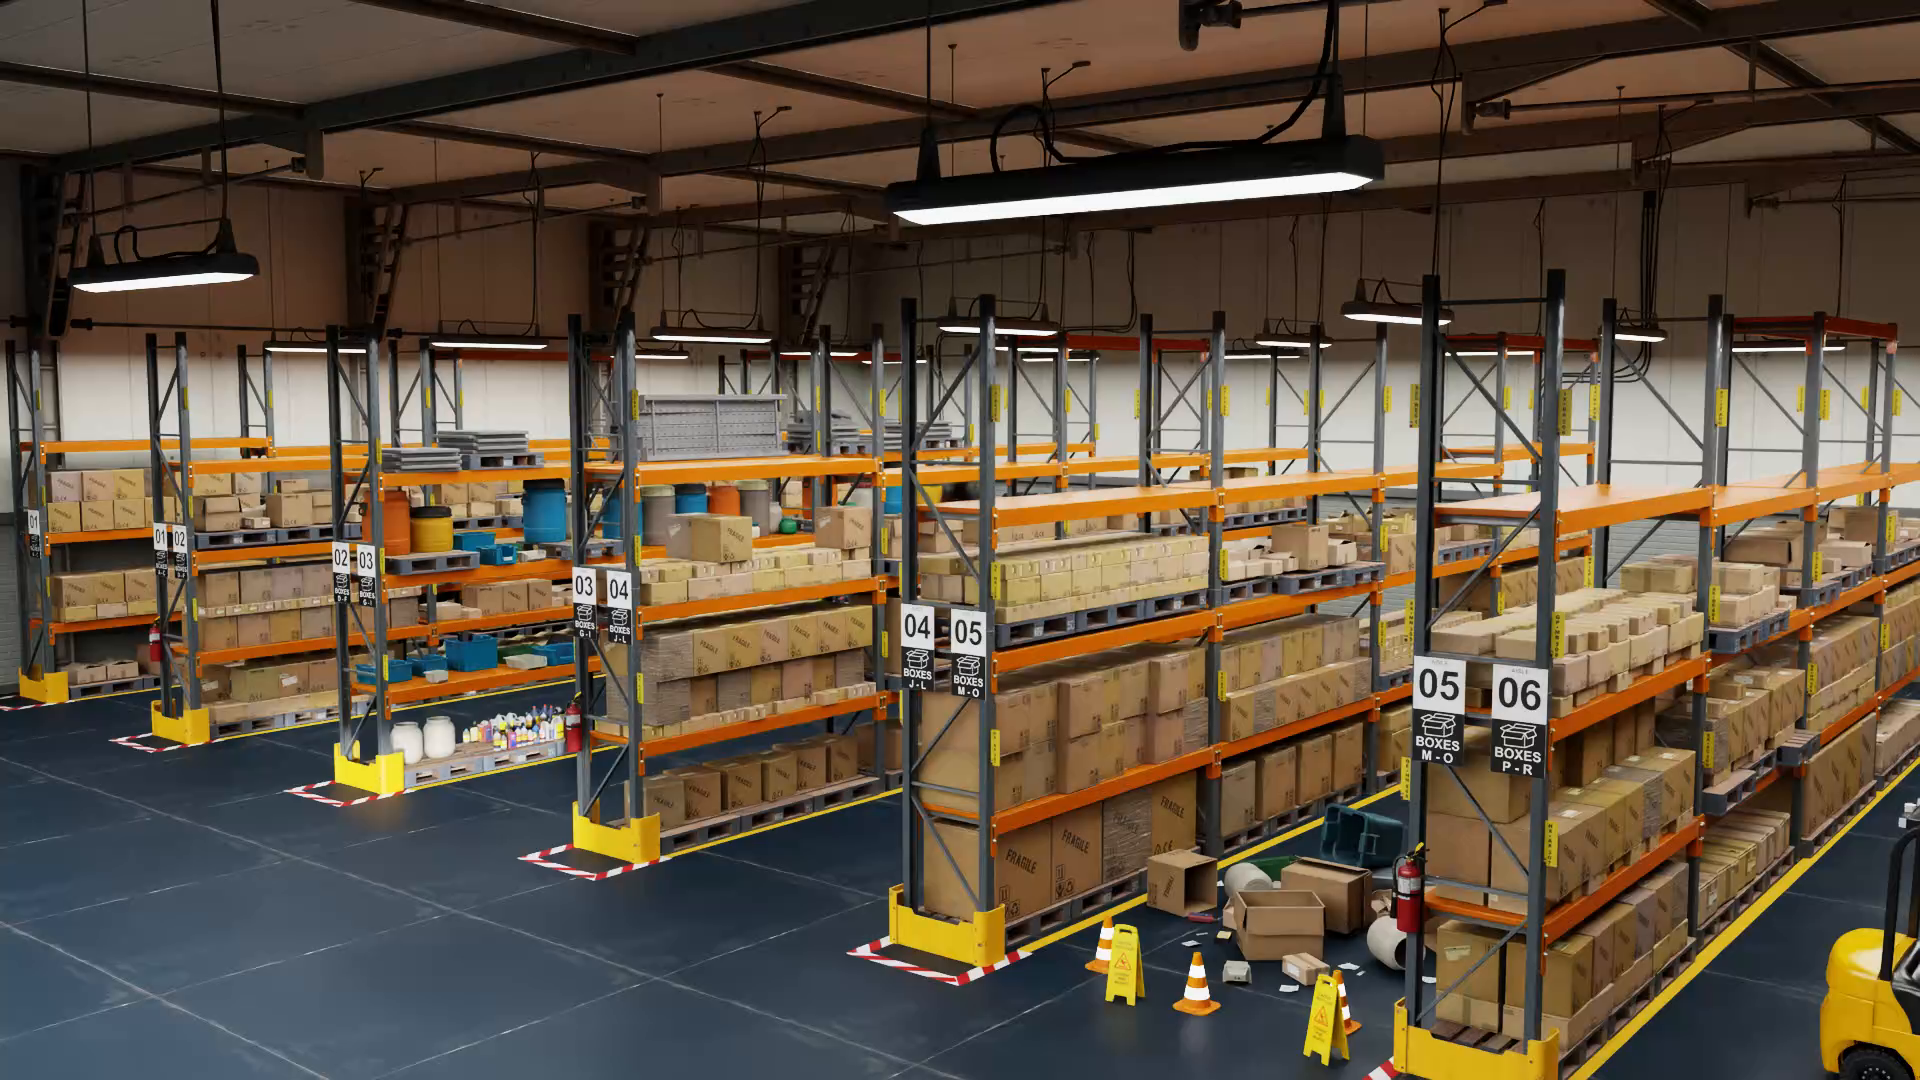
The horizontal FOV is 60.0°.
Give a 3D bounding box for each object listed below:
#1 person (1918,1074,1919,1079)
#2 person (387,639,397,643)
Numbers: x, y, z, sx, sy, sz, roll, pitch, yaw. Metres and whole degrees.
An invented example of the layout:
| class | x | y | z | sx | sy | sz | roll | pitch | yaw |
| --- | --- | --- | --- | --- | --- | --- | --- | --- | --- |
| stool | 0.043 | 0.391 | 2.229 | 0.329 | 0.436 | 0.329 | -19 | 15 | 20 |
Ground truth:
| class | x | y | z | sx | sy | sz | roll | pitch | yaw |
| --- | --- | --- | --- | --- | --- | --- | --- | --- | --- |
| person | 5.056 | 3.512 | 8.589 | 0.935 | 1.746 | 0.540 | 0 | 5 | 3 |
| person | -10.052 | 1.668 | 29.041 | 0.615 | 1.793 | 0.460 | -2 | 5 | -20 |
